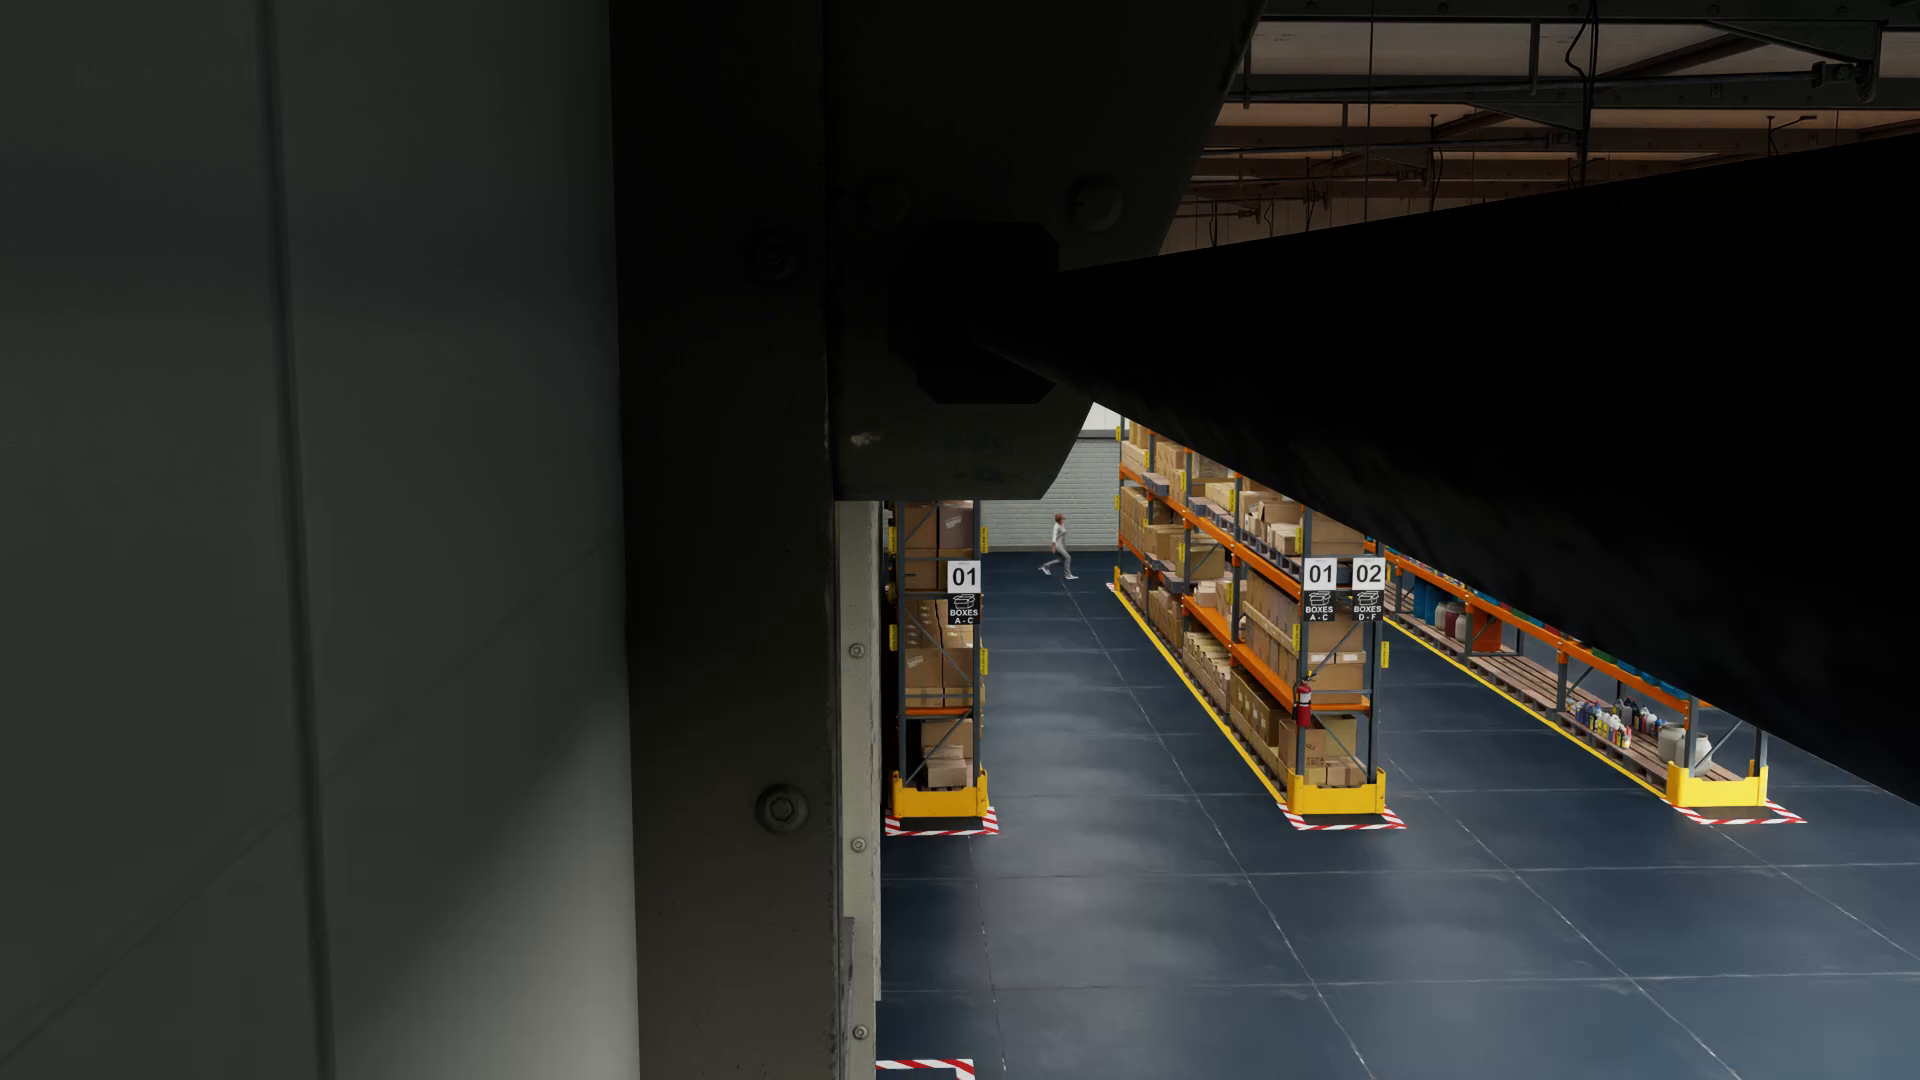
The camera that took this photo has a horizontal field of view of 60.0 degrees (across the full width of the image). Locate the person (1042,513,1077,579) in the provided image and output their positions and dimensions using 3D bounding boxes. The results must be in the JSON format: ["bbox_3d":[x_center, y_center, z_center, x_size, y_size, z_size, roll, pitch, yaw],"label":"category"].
[{"bbox_3d":[2.261,0.128,37.905,0.863,1.506,0.412,3,9,21],"label":"person"}]

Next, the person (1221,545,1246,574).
[{"bbox_3d":[5.761,0.457,35.062,0.534,1.676,0.948,-1,8,-6],"label":"person"}]
